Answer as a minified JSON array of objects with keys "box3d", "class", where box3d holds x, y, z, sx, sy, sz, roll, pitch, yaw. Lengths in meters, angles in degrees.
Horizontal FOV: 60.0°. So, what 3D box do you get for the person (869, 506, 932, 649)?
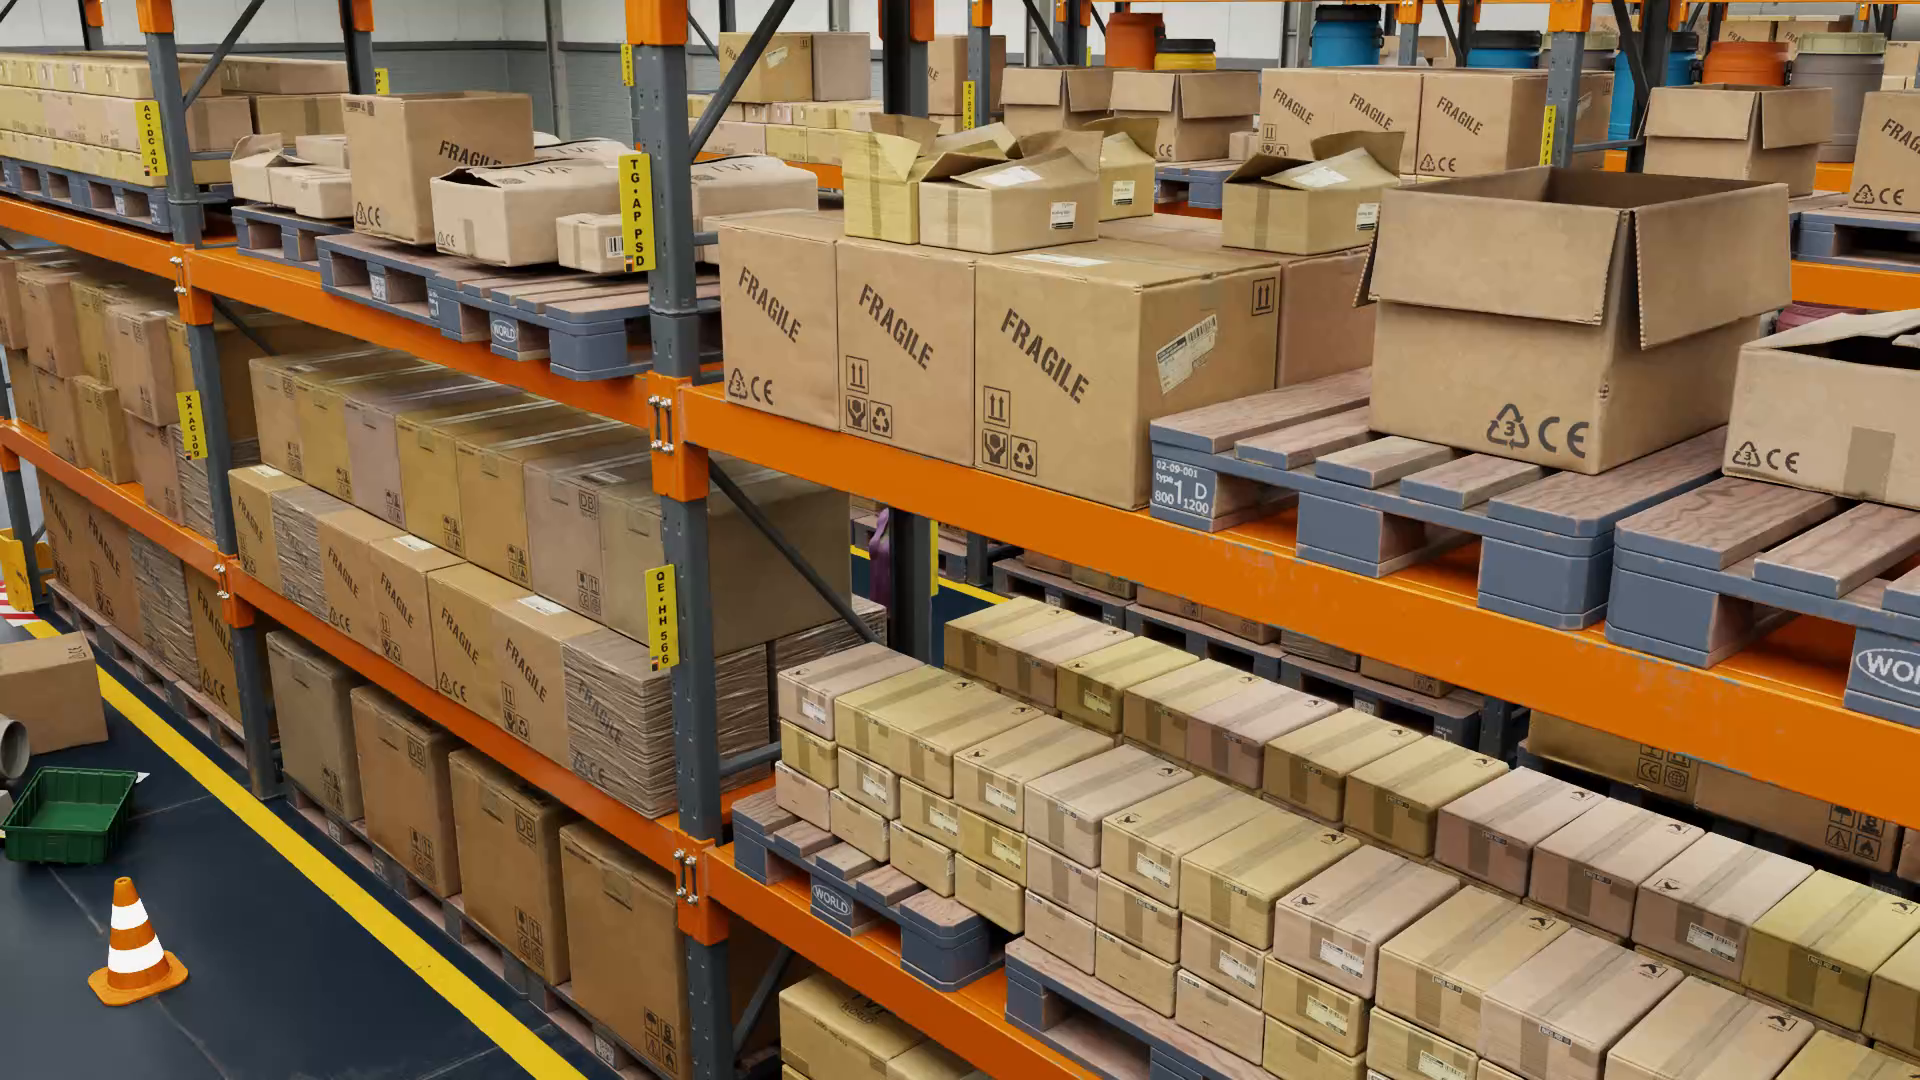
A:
[{"box3d":[-0.304,0.408,8.841,0.312,1.613,0.406,-15,23,-40],"class":"person"}]
